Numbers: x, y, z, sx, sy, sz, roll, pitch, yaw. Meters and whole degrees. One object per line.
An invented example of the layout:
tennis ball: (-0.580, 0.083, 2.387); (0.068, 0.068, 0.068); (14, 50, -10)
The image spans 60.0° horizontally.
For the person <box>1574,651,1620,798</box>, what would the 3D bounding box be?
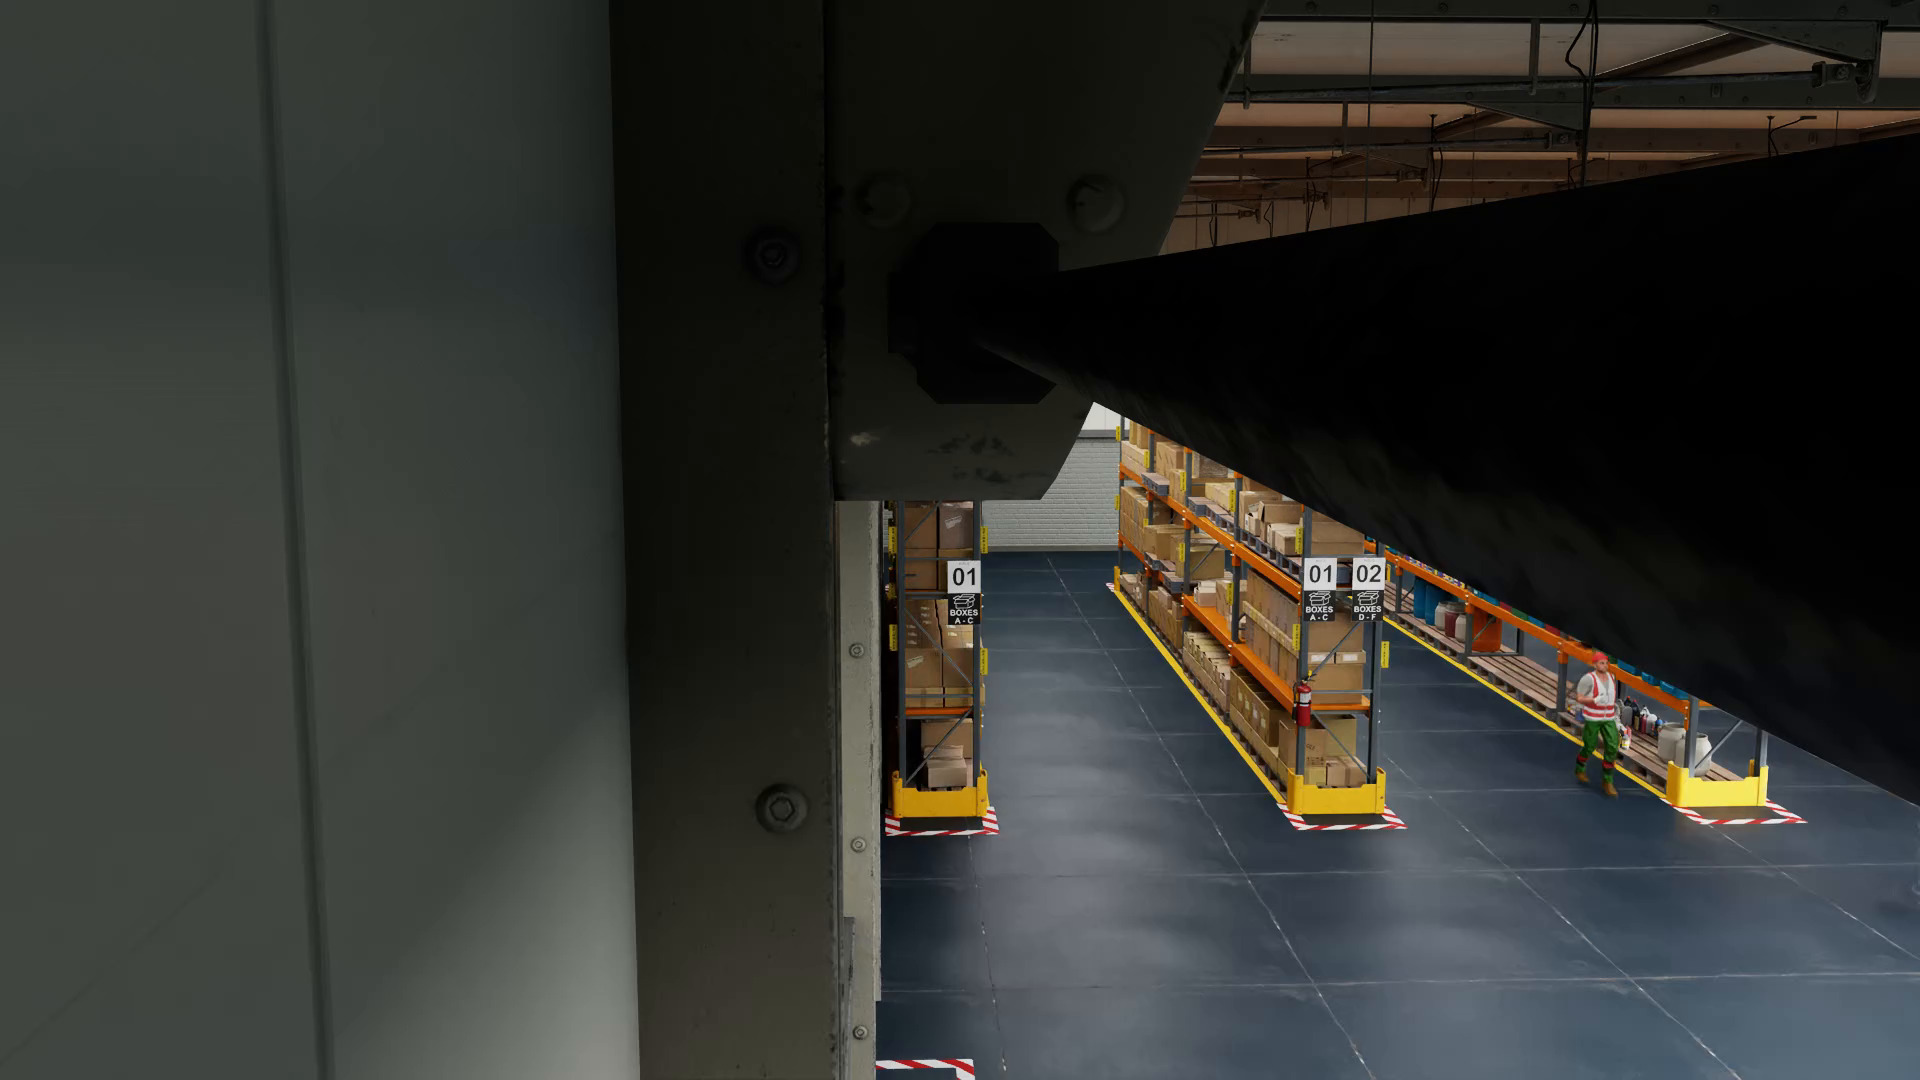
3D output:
person: (8.259, 2.345, 21.513); (0.640, 1.830, 0.797); (-1, 8, -8)
